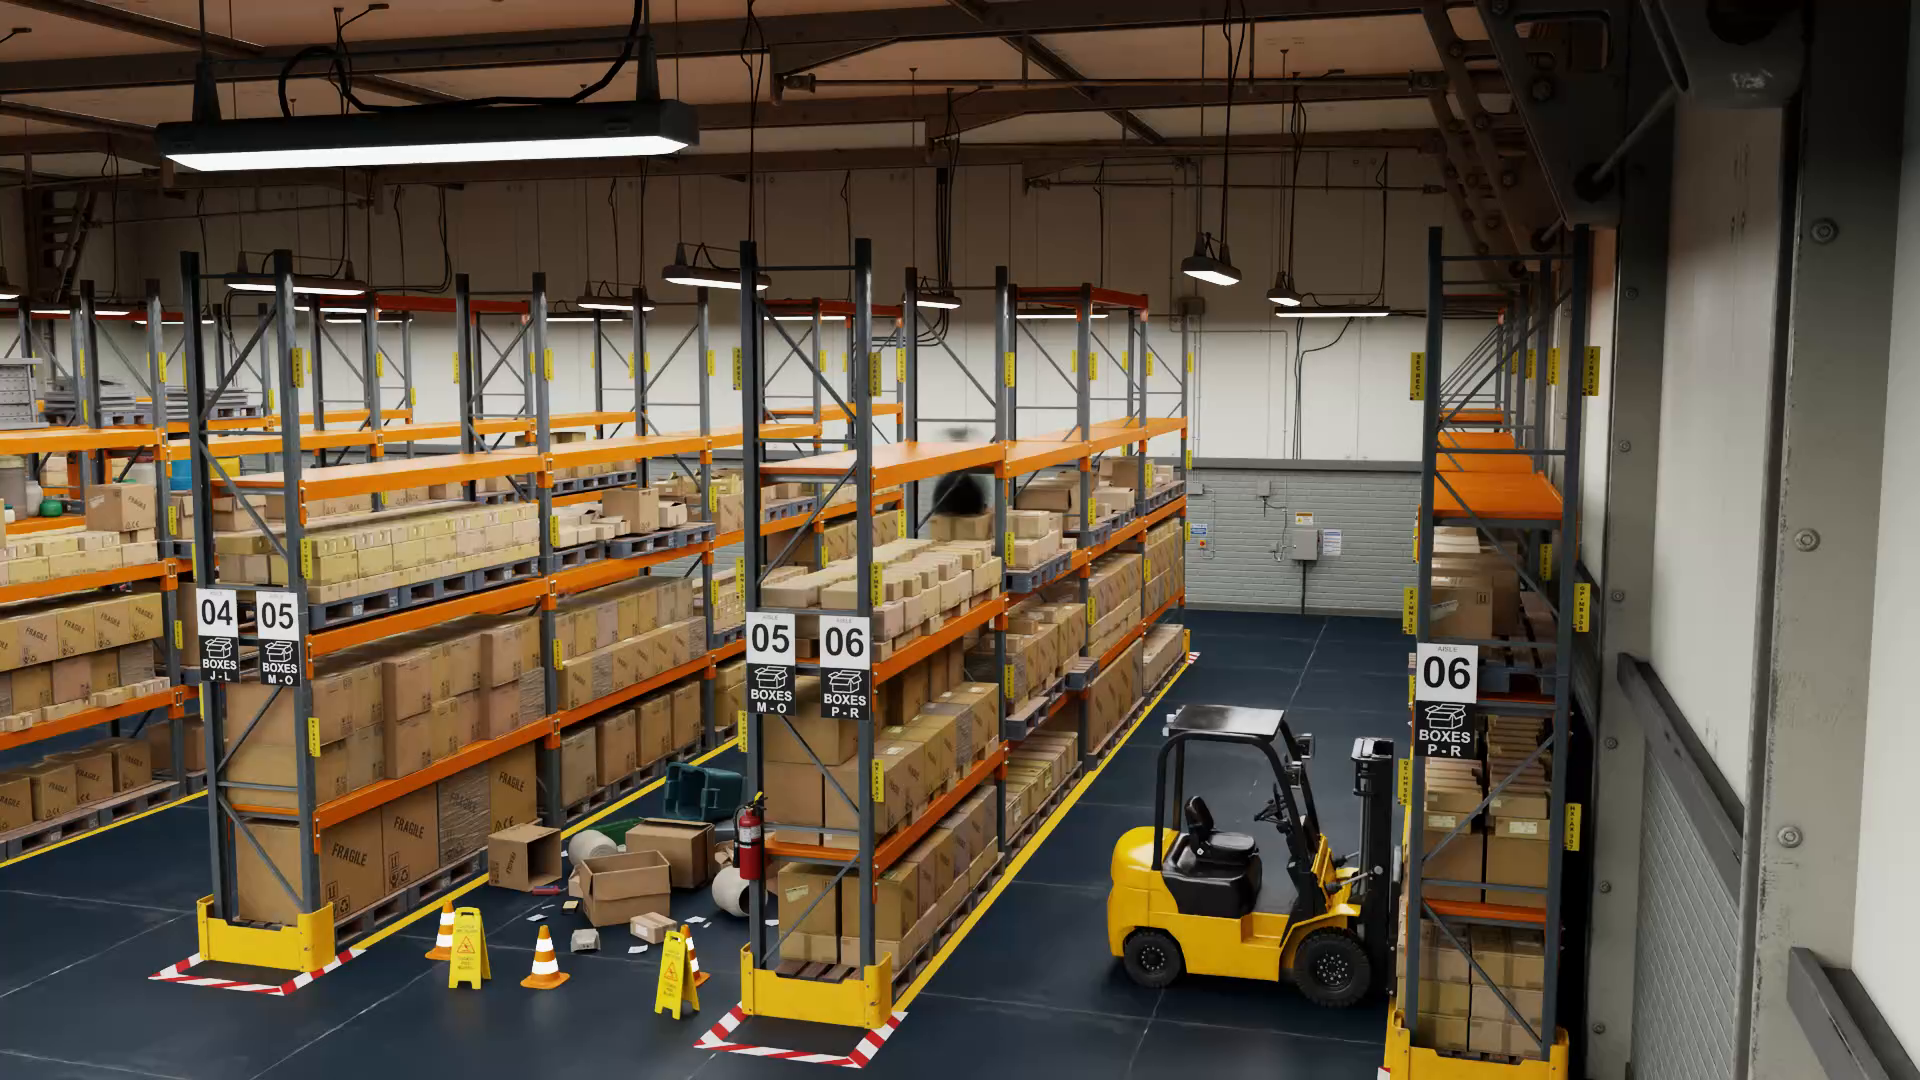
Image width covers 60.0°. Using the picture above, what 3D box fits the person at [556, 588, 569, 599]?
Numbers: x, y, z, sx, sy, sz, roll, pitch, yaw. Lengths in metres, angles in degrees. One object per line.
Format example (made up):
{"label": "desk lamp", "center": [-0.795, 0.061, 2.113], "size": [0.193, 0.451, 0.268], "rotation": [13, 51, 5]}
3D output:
{"label": "person", "center": [-6.126, 1.485, 25.328], "size": [0.498, 1.748, 0.708], "rotation": [1, 6, 9]}
